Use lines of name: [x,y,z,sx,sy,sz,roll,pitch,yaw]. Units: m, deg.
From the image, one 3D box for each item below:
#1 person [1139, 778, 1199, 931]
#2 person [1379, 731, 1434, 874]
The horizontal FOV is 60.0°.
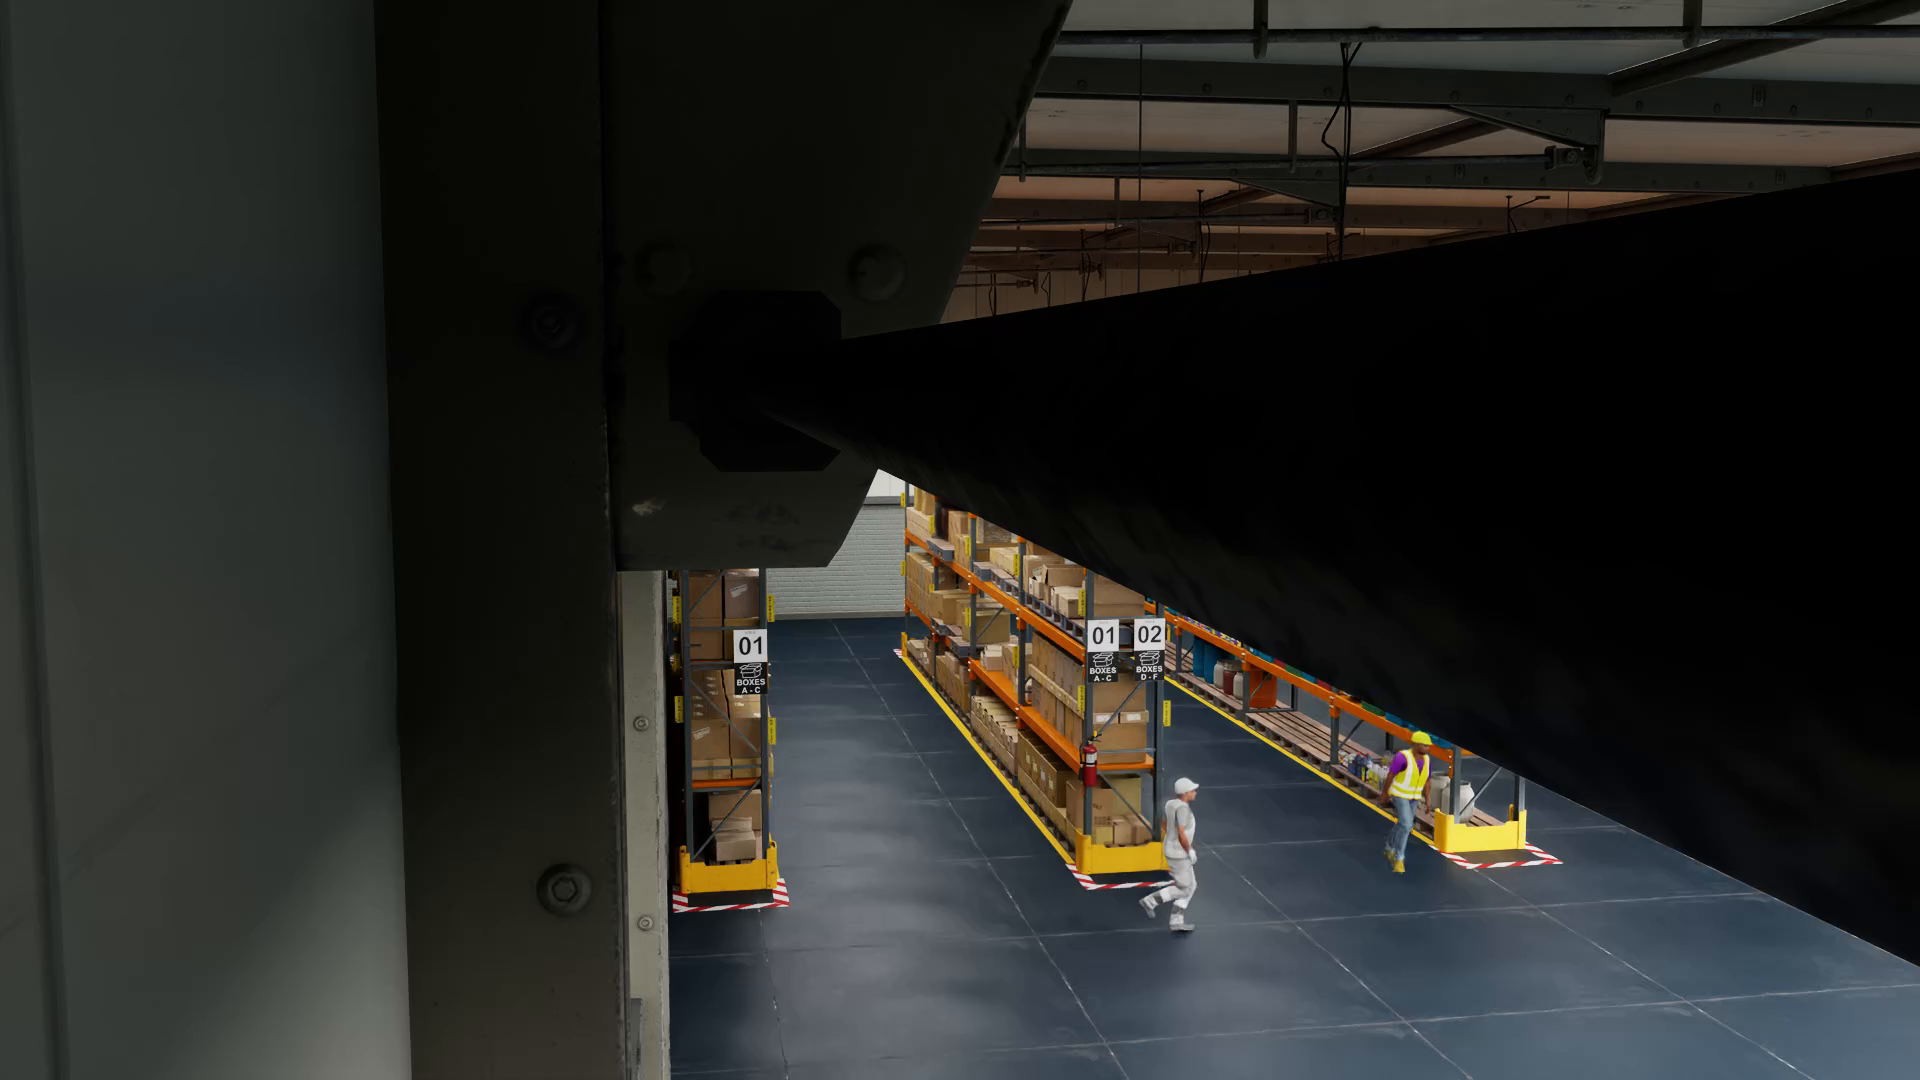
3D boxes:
person: [2.349,3.533,18.696,0.661,1.730,0.682,0,6,0]
person: [5.657,3.280,21.171,0.655,1.762,0.654,-3,7,-28]
